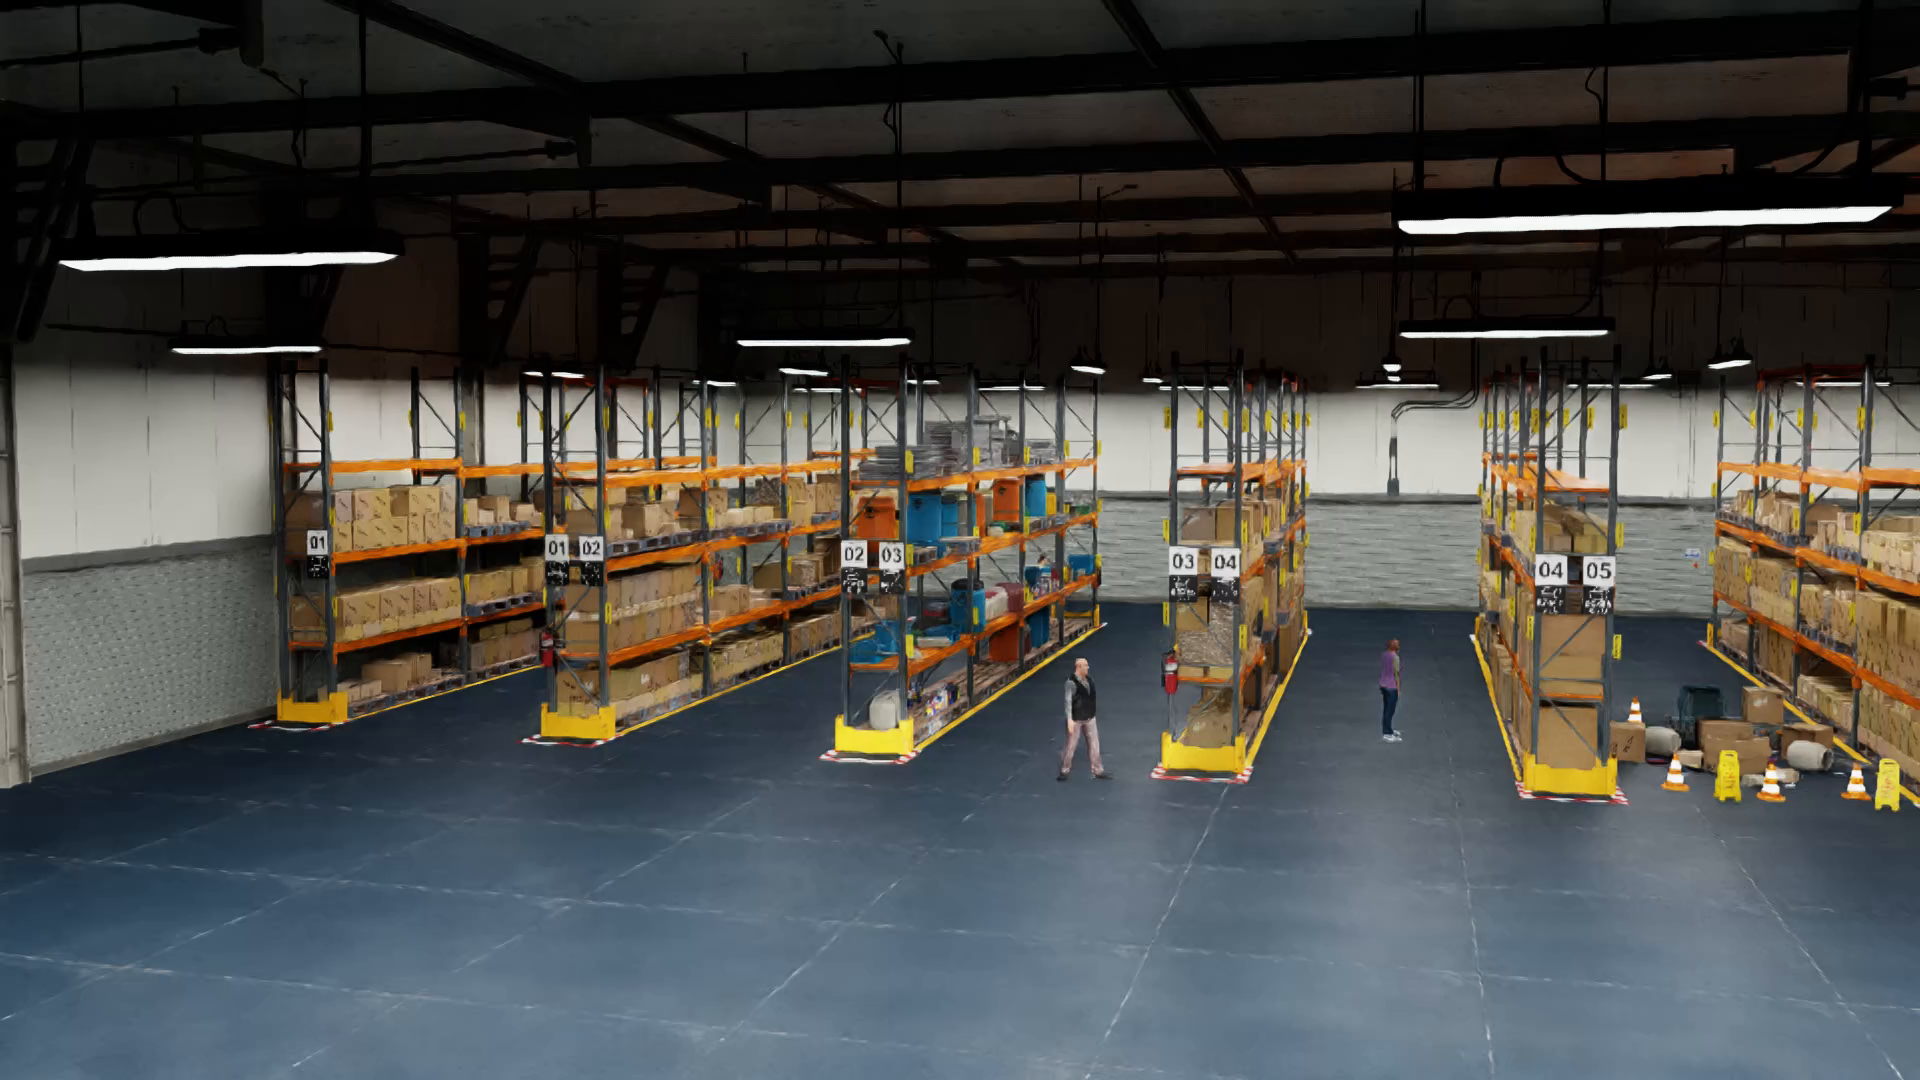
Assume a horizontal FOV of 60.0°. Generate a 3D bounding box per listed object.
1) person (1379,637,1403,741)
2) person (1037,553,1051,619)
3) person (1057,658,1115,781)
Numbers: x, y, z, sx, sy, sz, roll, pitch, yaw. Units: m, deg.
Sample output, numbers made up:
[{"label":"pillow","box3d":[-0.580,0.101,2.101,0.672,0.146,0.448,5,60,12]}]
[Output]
[{"label":"person","box3d":[6.778,2.316,26.040,0.417,1.603,0.505,-1,4,-15]},{"label":"person","box3d":[2.091,1.155,41.720,0.432,1.673,0.543,2,5,31]},{"label":"person","box3d":[1.715,2.476,23.062,0.733,1.709,0.567,-3,5,-36]}]
